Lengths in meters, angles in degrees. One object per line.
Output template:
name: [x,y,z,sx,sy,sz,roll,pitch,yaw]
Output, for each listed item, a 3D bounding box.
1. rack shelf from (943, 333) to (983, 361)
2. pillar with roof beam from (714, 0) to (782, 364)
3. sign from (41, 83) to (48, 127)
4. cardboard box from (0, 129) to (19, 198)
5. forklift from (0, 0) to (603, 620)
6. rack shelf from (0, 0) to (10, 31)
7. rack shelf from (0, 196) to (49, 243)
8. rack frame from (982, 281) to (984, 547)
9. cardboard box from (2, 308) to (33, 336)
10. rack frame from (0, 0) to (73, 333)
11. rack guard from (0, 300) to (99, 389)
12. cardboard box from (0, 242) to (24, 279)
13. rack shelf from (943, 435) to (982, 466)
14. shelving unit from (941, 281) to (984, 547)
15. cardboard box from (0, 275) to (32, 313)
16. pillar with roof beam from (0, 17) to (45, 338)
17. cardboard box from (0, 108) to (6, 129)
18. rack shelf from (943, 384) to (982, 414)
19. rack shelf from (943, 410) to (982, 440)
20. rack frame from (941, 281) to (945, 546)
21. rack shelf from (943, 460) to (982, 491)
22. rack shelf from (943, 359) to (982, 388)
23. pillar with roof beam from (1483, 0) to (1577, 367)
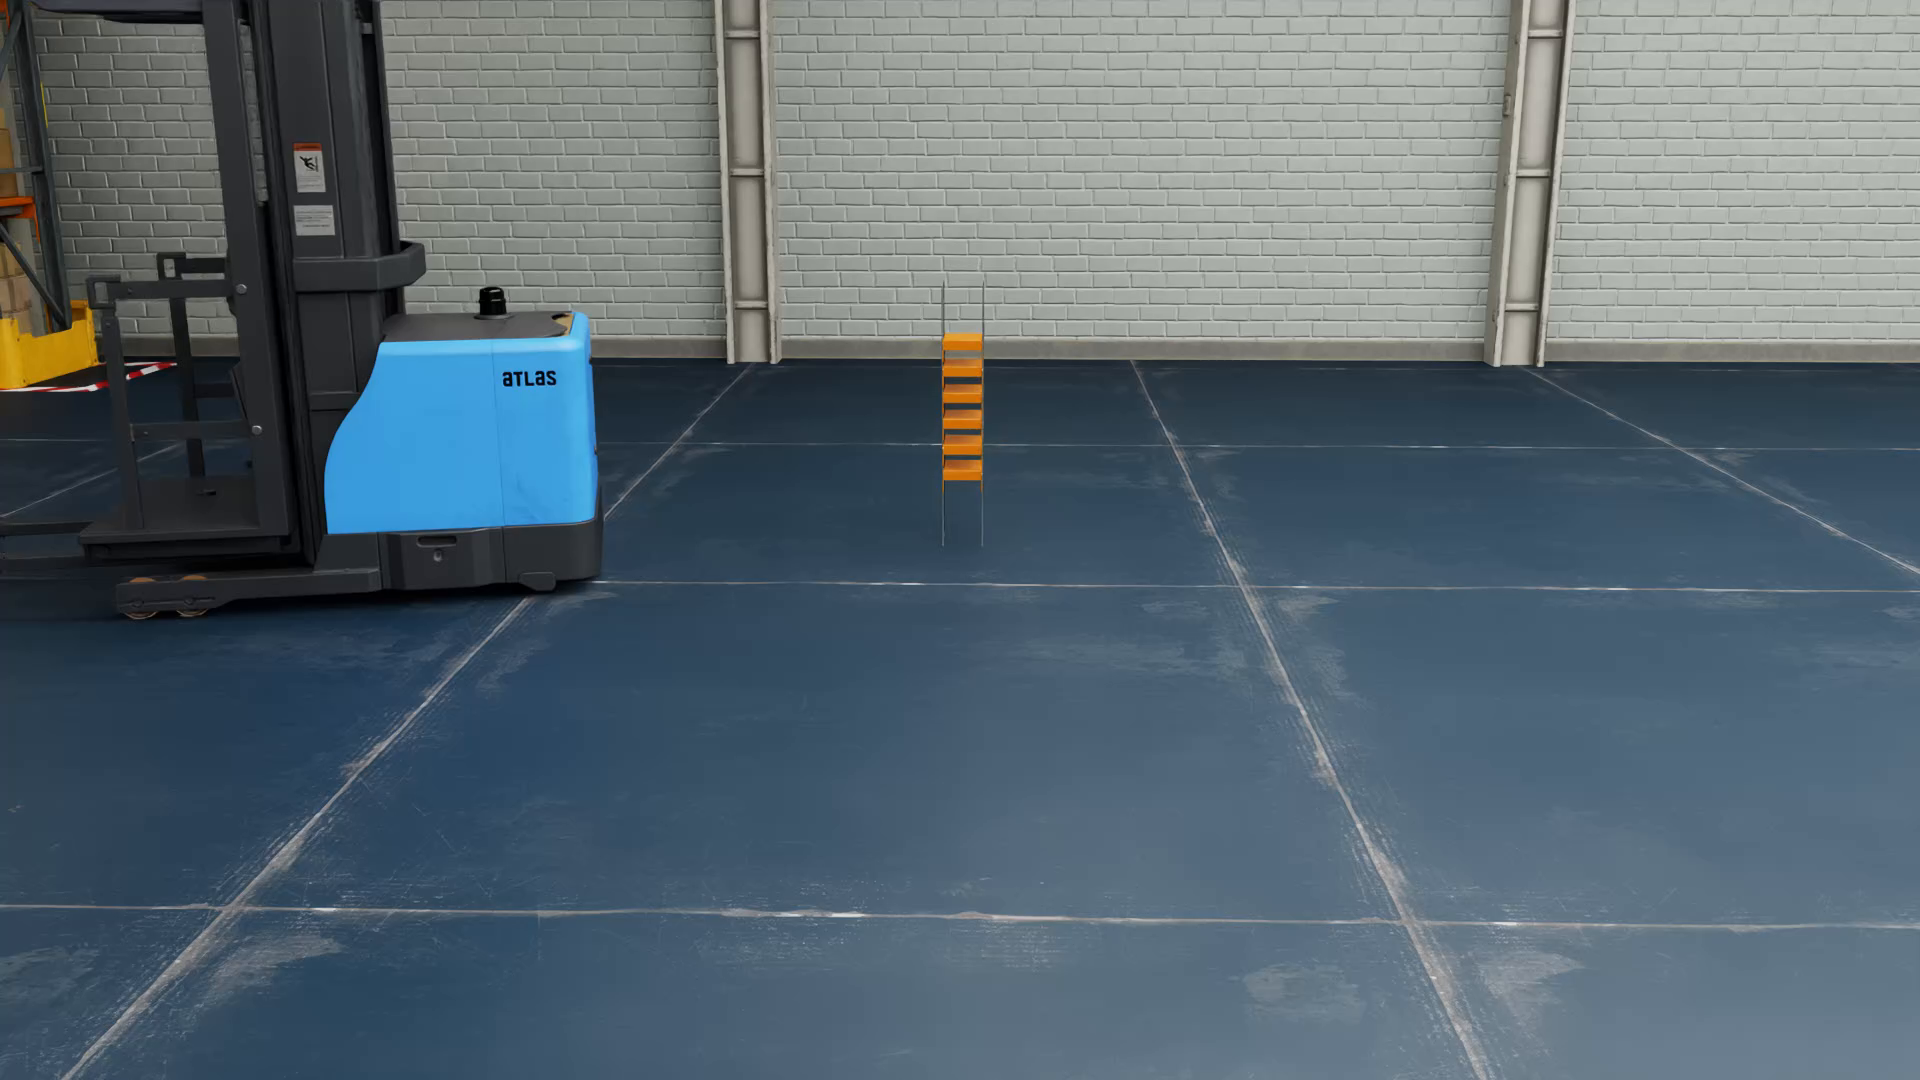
rack shelf: [0.014,-0.885,7.606,0.180,0.103,0.258,0,15,1]
pillar with roof beam: [-1.747,-4.685,7.957,0.400,9.000,9.100,0,15,1]
sign: [-6.942,-3.285,12.559,0.005,0.325,0.100,0,15,1]
cardboard box: [-7.450,-2.809,12.411,0.500,0.500,0.500,1,15,3]
forklift: [-3.092,-1.246,6.817,3.031,2.935,1.130,-3,15,-11]
rack shelf: [-8.961,-3.802,11.902,4.000,0.370,1.077,0,15,1]
rack shelf: [-8.961,-2.352,12.285,4.000,0.370,1.077,0,15,1]
rack frame: [0.106,-0.579,7.684,0.006,1.200,0.240,0,15,1]
cardboard box: [-7.448,-1.613,12.642,0.500,0.250,0.500,0,15,2]
rack frame: [-6.962,-2.687,12.143,0.127,3.000,1.000,0,15,1]
rack guard: [-6.938,-1.478,12.462,0.348,0.500,1.175,0,15,1]
cardboard box: [-7.438,-2.095,12.508,0.500,0.250,0.500,0,15,1]
rack shelf: [0.014,-0.421,7.729,0.180,0.103,0.258,0,15,1]
shelving unit: [0.014,-0.580,7.687,0.189,1.200,0.258,0,15,1]
cardboard box: [-7.427,-1.858,12.589,0.500,0.250,0.500,1,15,2]
pillar with roof beam: [-7.745,-4.724,8.105,0.400,9.000,9.100,0,15,1]
cardboard box: [-7.295,-3.117,12.307,0.250,0.149,0.380,0,15,0]
rack shelf: [0.014,-0.653,7.667,0.180,0.103,0.258,0,15,1]
rack shelf: [0.014,-0.537,7.698,0.180,0.103,0.258,0,15,1]
rack frame: [-0.077,-0.581,7.689,0.006,1.200,0.240,0,15,1]
rack shelf: [0.014,-0.305,7.759,0.180,0.103,0.258,0,15,1]
rack shelf: [0.014,-0.769,7.637,0.180,0.103,0.258,0,15,1]
pillar with roof beam: [4.251,-4.646,7.809,0.400,9.000,9.100,0,15,1]
